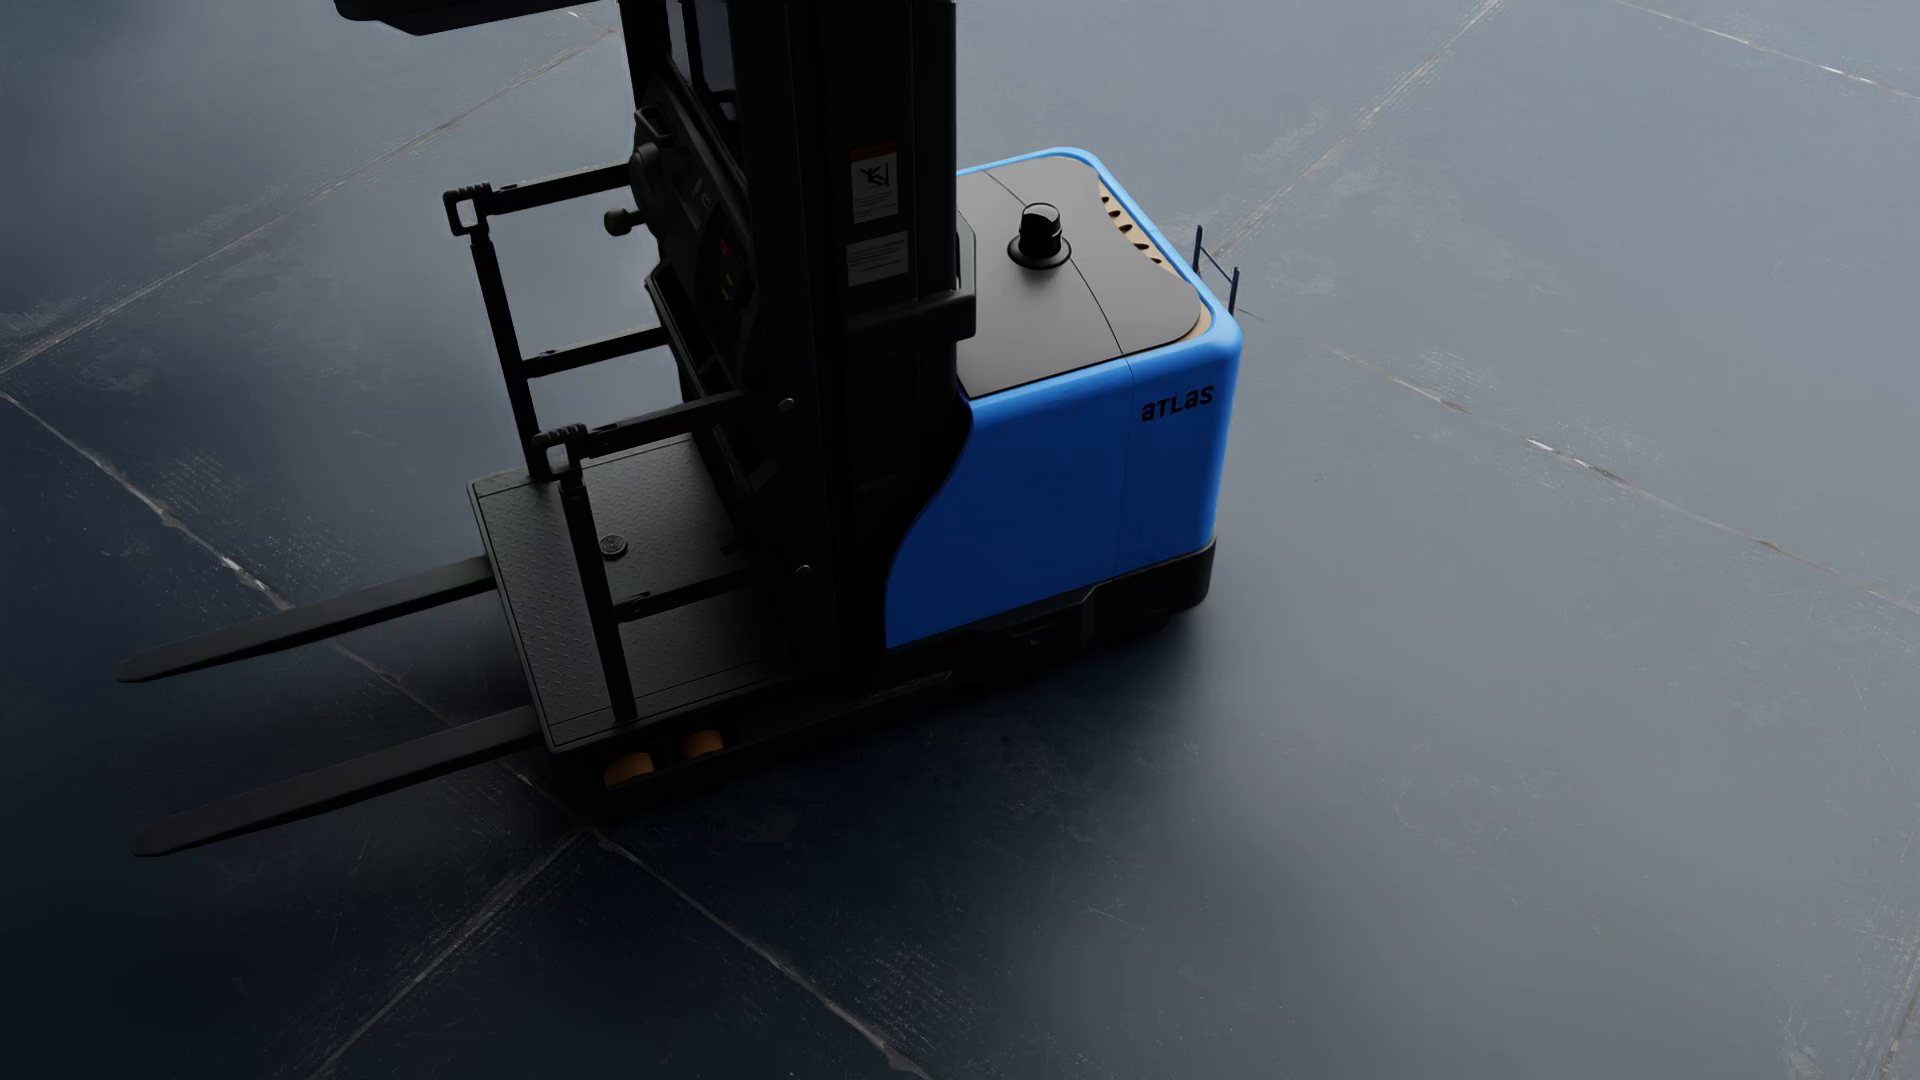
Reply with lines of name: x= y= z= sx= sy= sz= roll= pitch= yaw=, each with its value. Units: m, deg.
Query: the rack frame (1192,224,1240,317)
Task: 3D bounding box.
rack frame: x=0.749 y=-0.538 z=5.142 sx=0.006 sy=0.900 sz=0.240 roll=-17 pitch=49 yaw=-16

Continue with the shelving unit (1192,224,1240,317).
shelving unit: x=0.655 y=-0.509 z=5.114 sx=0.210 sy=0.900 sz=0.258 roll=-17 pitch=49 yaw=-16

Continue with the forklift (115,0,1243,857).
forklift: x=-0.815 y=-0.712 z=3.903 sx=3.031 sy=2.935 sz=1.130 roll=-17 pitch=49 yaw=-16
